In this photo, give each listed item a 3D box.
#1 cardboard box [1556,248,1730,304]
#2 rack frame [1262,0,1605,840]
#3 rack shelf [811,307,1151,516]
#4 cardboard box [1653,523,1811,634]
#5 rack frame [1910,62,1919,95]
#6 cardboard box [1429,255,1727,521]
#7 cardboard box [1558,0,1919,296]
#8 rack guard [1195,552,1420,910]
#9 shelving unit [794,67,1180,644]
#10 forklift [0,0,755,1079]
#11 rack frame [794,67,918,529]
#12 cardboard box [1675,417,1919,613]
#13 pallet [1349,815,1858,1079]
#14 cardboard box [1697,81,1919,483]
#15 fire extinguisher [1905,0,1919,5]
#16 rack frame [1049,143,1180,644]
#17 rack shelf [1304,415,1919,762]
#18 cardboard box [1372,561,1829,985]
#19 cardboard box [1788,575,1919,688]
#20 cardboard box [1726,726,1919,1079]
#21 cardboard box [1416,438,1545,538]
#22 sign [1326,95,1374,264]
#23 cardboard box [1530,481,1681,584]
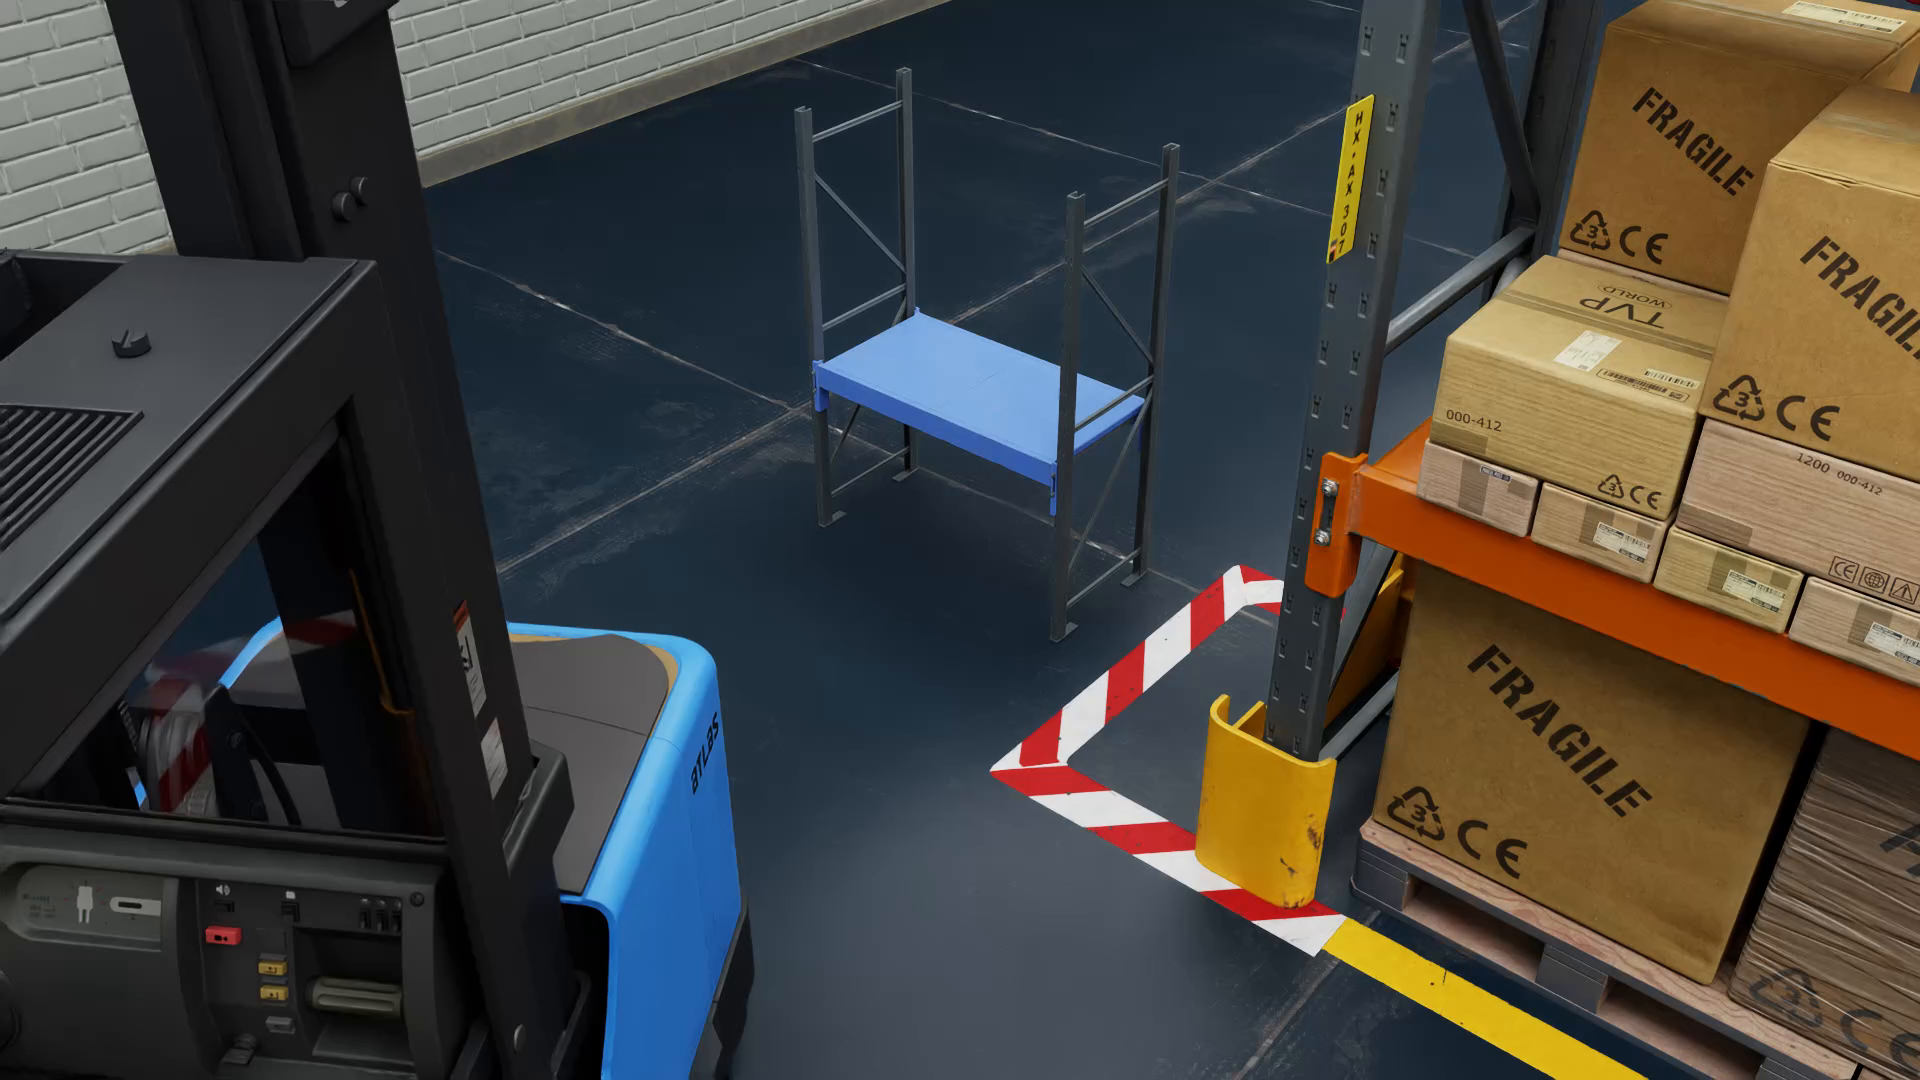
[{"bbox_3d":[1.677,-0.564,3.792,0.500,0.250,0.500,25,41,31],"label":"cardboard box"},{"bbox_3d":[1.135,-0.563,3.921,0.127,3.000,1.000,25,42,32],"label":"rack frame"},{"bbox_3d":[0.066,-0.439,5.382,1.000,0.185,0.538,25,42,32],"label":"rack shelf"},{"bbox_3d":[1.591,-0.003,3.326,0.250,0.149,0.380,24,41,31],"label":"cardboard box"},{"bbox_3d":[4.386,-2.685,7.010,0.127,3.000,1.000,25,42,32],"label":"rack frame"},{"bbox_3d":[1.331,-0.333,3.455,0.500,0.250,0.500,24,41,31],"label":"cardboard box"},{"bbox_3d":[1.677,-0.871,3.576,0.500,0.500,0.500,26,42,32],"label":"cardboard box"},{"bbox_3d":[1.116,0.458,4.641,0.348,0.500,1.175,25,42,32],"label":"rack guard"},{"bbox_3d":[0.066,-0.587,5.280,1.048,1.500,0.538,25,42,32],"label":"shelving unit"},{"bbox_3d":[-1.204,0.677,2.175,1.130,2.935,3.031,4,35,6],"label":"forklift"},{"bbox_3d":[-0.325,-0.771,5.549,0.032,1.500,0.500,25,42,32],"label":"rack frame"},{"bbox_3d":[1.734,-0.147,3.185,0.500,0.250,0.500,25,41,31],"label":"cardboard box"},{"bbox_3d":[1.799,0.842,4.338,1.213,0.211,1.003,25,42,32],"label":"pallet"},{"bbox_3d":[1.715,-0.461,2.979,0.500,0.500,0.500,24,41,31],"label":"cardboard box"},{"bbox_3d":[4.487,-2.791,7.562,0.183,0.674,0.296,25,42,32],"label":"fire extinguisher"},{"bbox_3d":[0.456,-0.403,5.012,0.032,1.500,0.500,25,42,32],"label":"rack frame"},{"bbox_3d":[2.672,0.458,3.070,4.000,0.370,1.077,25,42,32],"label":"rack shelf"},{"bbox_3d":[1.678,0.336,4.116,0.875,0.875,0.875,25,42,32],"label":"cardboard box"},{"bbox_3d":[1.793,0.091,3.190,0.250,0.149,0.380,25,41,31],"label":"cardboard box"},{"bbox_3d":[2.377,0.666,3.637,0.875,0.875,0.875,25,42,32],"label":"cardboard box"},{"bbox_3d":[1.196,-0.188,3.596,0.250,0.149,0.380,26,42,32],"label":"cardboard box"},{"bbox_3d":[0.775,-0.714,3.305,0.005,0.325,0.100,25,42,32],"label":"sign"},{"bbox_3d":[1.394,-0.095,3.461,0.250,0.149,0.380,25,41,31],"label":"cardboard box"}]
